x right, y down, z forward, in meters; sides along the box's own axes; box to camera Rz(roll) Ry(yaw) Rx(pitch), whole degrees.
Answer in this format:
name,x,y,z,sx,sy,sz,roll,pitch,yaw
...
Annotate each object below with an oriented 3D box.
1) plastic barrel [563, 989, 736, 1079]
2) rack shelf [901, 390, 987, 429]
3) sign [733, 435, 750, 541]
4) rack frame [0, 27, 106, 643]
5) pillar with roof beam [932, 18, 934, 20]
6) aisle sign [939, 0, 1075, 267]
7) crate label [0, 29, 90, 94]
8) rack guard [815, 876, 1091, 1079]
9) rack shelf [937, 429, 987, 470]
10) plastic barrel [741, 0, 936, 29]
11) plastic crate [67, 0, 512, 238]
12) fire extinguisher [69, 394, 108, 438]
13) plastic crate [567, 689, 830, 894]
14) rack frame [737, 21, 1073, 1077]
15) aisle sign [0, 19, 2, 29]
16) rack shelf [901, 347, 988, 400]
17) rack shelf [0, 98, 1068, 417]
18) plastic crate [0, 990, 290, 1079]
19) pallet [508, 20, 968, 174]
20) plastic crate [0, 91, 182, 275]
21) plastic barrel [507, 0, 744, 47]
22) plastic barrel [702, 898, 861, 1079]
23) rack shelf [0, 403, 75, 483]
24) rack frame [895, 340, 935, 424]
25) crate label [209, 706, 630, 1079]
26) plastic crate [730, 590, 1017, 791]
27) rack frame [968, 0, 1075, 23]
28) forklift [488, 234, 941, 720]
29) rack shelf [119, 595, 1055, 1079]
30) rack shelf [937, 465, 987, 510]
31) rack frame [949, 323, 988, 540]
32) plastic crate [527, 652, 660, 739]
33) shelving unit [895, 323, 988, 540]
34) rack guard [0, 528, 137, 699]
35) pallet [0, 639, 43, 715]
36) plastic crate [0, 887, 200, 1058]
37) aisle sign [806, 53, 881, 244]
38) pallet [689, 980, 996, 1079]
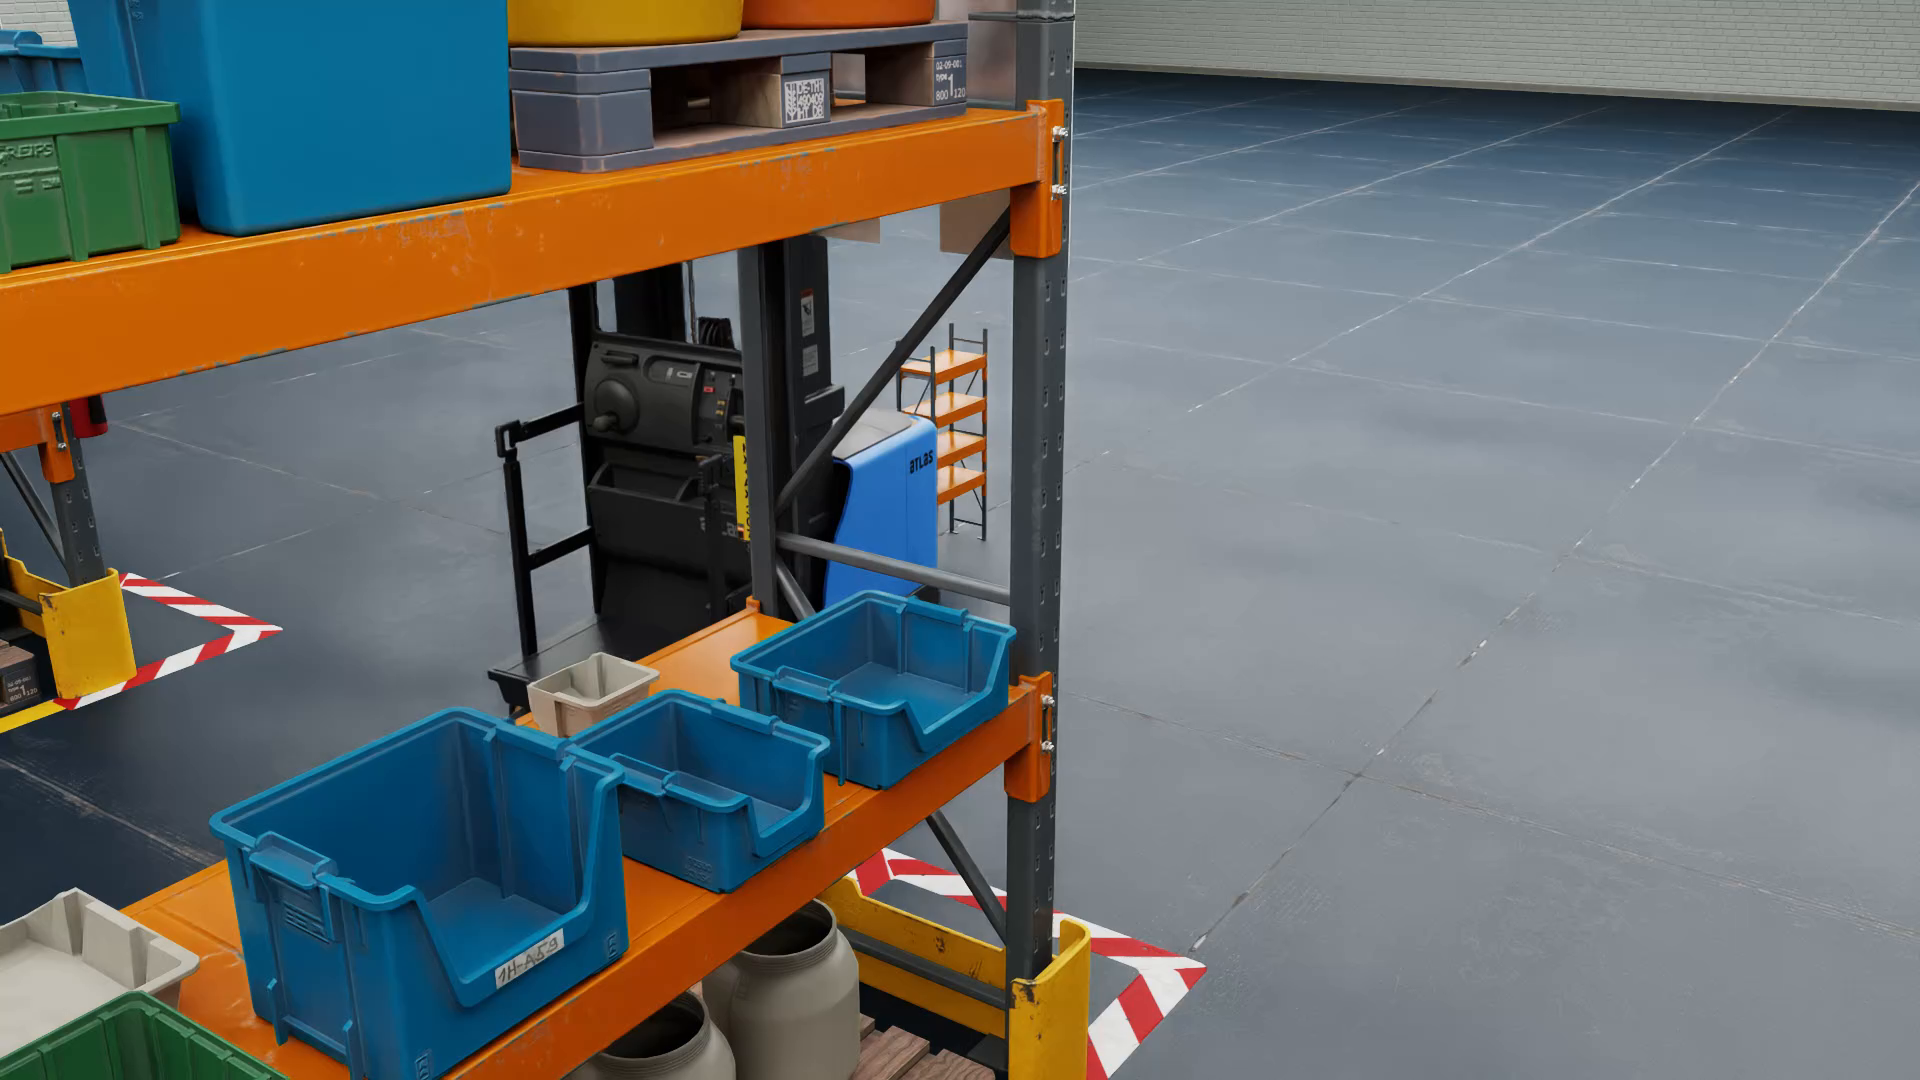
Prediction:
name,x,y,z,sx,sy,sz,roll,pitch,yaw
plastic barrel,-0.764,1.406,4.121,0.421,0.512,0.421,0,20,0
rack shelf,-0.093,-0.662,8.874,0.258,0.148,0.480,13,24,32
sign,-0.628,-0.150,4.947,0.100,0.325,0.005,13,24,32
rack frame,-4.272,-0.877,7.313,1.000,3.000,0.127,13,24,32
pillar with roof beam,2.713,-14.335,35.047,9.100,9.000,0.400,13,24,32
aisle sign,0.111,-1.093,4.150,0.394,0.787,0.004,13,24,32
crate label,-1.501,-0.776,2.929,0.502,0.251,0.408,13,24,32
rack guard,-0.179,1.292,5.051,1.175,0.500,0.348,13,24,32
rack shelf,-0.093,-0.452,8.952,0.258,0.148,0.480,13,24,32
plastic barrel,-0.344,-1.552,3.590,0.600,0.830,0.708,13,24,32
plastic crate,-0.998,-0.705,2.546,0.392,0.384,0.575,13,24,32
fire extinguisher,-3.826,-0.784,7.172,0.296,0.674,0.183,13,24,32
plastic crate,-0.579,0.546,3.681,0.499,0.251,0.408,13,24,32
rack frame,-0.175,0.089,4.702,1.000,3.000,0.127,13,24,32
aisle sign,-3.989,-2.056,6.752,0.394,0.787,0.004,13,24,32
rack shelf,-0.093,-0.884,8.792,0.258,0.148,0.480,13,24,32
rack shelf,-1.300,-0.407,2.755,1.077,0.370,4.000,13,24,32
plastic crate,-1.427,1.001,2.540,0.450,0.188,0.662,13,24,32
pallet,-0.721,-1.011,3.624,1.003,0.211,1.213,13,24,32
plastic crate,-1.312,-0.471,2.196,0.336,0.188,0.450,13,24,32
plastic barrel,-0.711,-1.252,3.124,0.600,0.588,0.600,0,20,0
plastic barrel,-0.482,1.262,4.510,0.421,0.512,0.421,0,20,0
rack shelf,-5.396,0.034,5.886,1.077,0.370,4.000,13,24,32
rack frame,-0.230,-0.445,8.739,0.240,1.200,0.015,13,24,32
crate label,-0.986,0.653,3.125,0.502,0.435,0.616,13,24,32
plastic crate,-0.209,0.360,4.181,0.499,0.251,0.616,13,24,32
rack frame,-0.175,-2.725,3.661,1.000,3.000,0.127,13,24,32
forklift,-1.236,-0.563,6.561,1.130,2.935,3.031,11,23,26
rack shelf,-1.300,1.000,3.275,1.077,0.370,4.000,13,24,32
rack shelf,-0.093,-0.266,9.021,0.258,0.148,0.480,13,24,32
rack frame,0.044,-0.585,9.118,0.240,1.200,0.015,13,24,32
plastic crate,-0.945,0.406,4.223,0.298,0.136,0.250,13,24,32
shelving unit,-0.093,-0.515,8.928,0.258,1.200,0.503,13,24,32
rack guard,-4.314,0.317,7.688,1.175,0.500,0.348,13,24,32
pallet,-4.800,0.679,7.126,1.003,0.211,1.213,13,24,32
plastic crate,-1.721,0.845,3.038,0.530,0.136,0.437,13,24,32
aisle sign,-0.377,-1.208,4.461,0.394,0.787,0.004,13,24,32
pallet,-0.640,1.660,4.474,1.003,0.211,1.213,13,24,32
